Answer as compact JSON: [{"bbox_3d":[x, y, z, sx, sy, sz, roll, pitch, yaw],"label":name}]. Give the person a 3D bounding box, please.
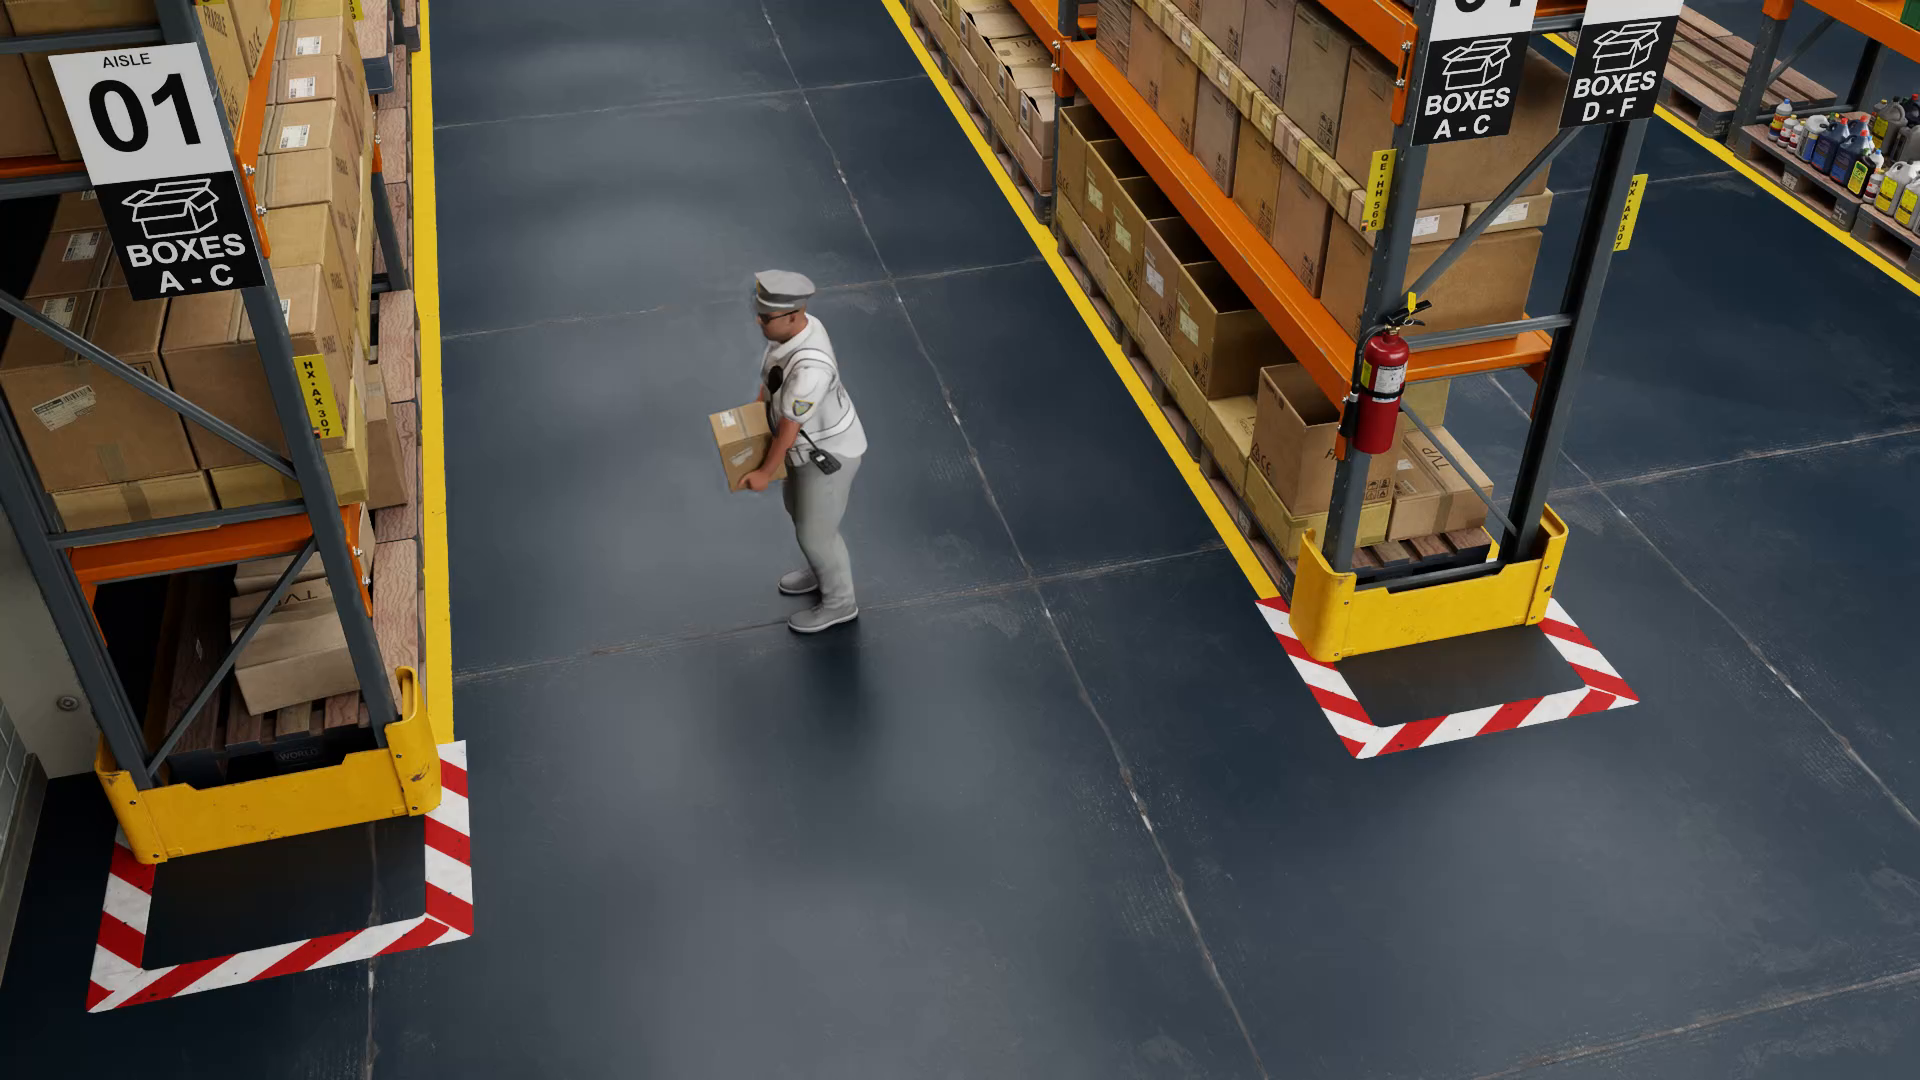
[{"bbox_3d":[-0.703,-0.377,7.202,0.587,1.750,0.487,-10,39,-13],"label":"person"}]
